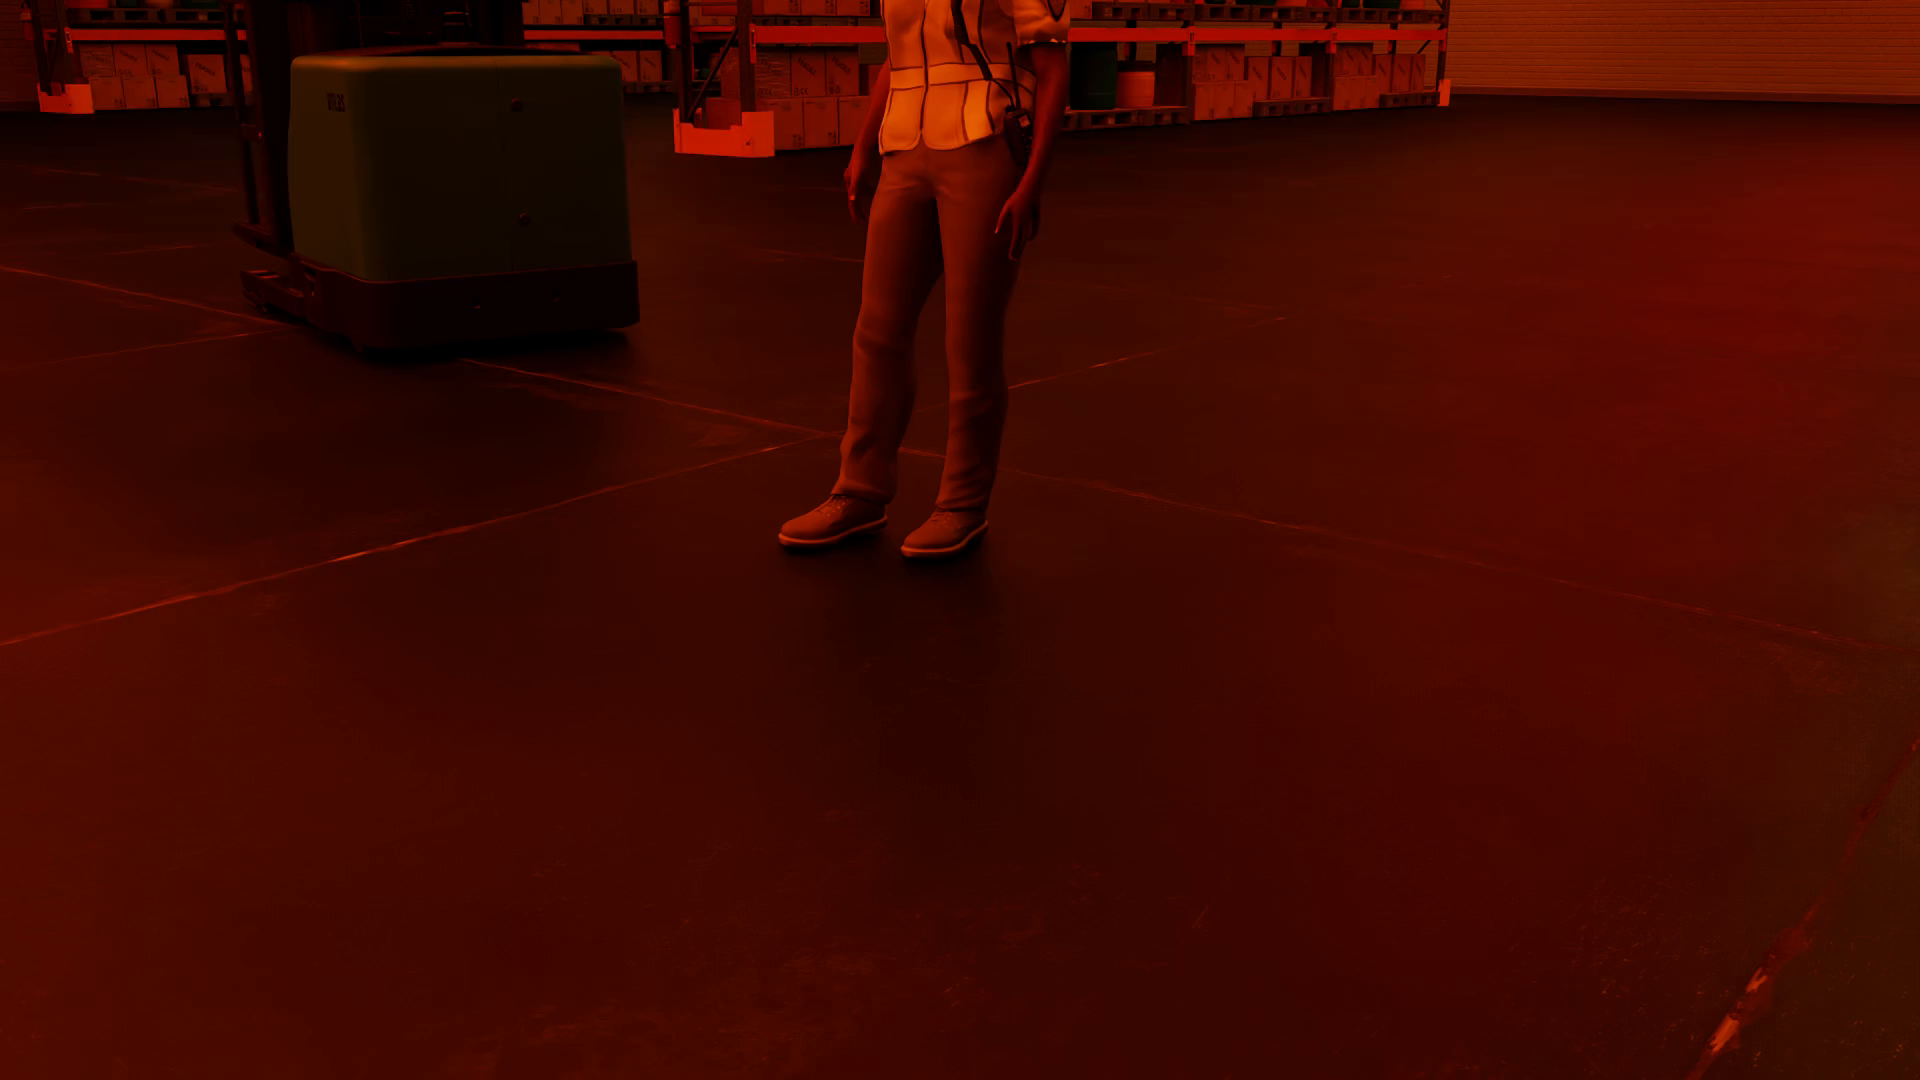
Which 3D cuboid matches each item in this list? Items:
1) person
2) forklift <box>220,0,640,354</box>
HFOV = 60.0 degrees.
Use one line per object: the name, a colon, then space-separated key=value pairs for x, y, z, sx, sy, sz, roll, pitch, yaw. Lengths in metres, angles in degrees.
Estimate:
person: x=-0.063 y=-0.805 z=3.651 sx=0.569 sy=1.695 sz=0.530 roll=13 pitch=21 yaw=37
forklift: x=-2.510 y=-2.451 z=6.970 sx=1.130 sy=2.935 sz=3.031 roll=-12 pitch=20 yaw=-33
